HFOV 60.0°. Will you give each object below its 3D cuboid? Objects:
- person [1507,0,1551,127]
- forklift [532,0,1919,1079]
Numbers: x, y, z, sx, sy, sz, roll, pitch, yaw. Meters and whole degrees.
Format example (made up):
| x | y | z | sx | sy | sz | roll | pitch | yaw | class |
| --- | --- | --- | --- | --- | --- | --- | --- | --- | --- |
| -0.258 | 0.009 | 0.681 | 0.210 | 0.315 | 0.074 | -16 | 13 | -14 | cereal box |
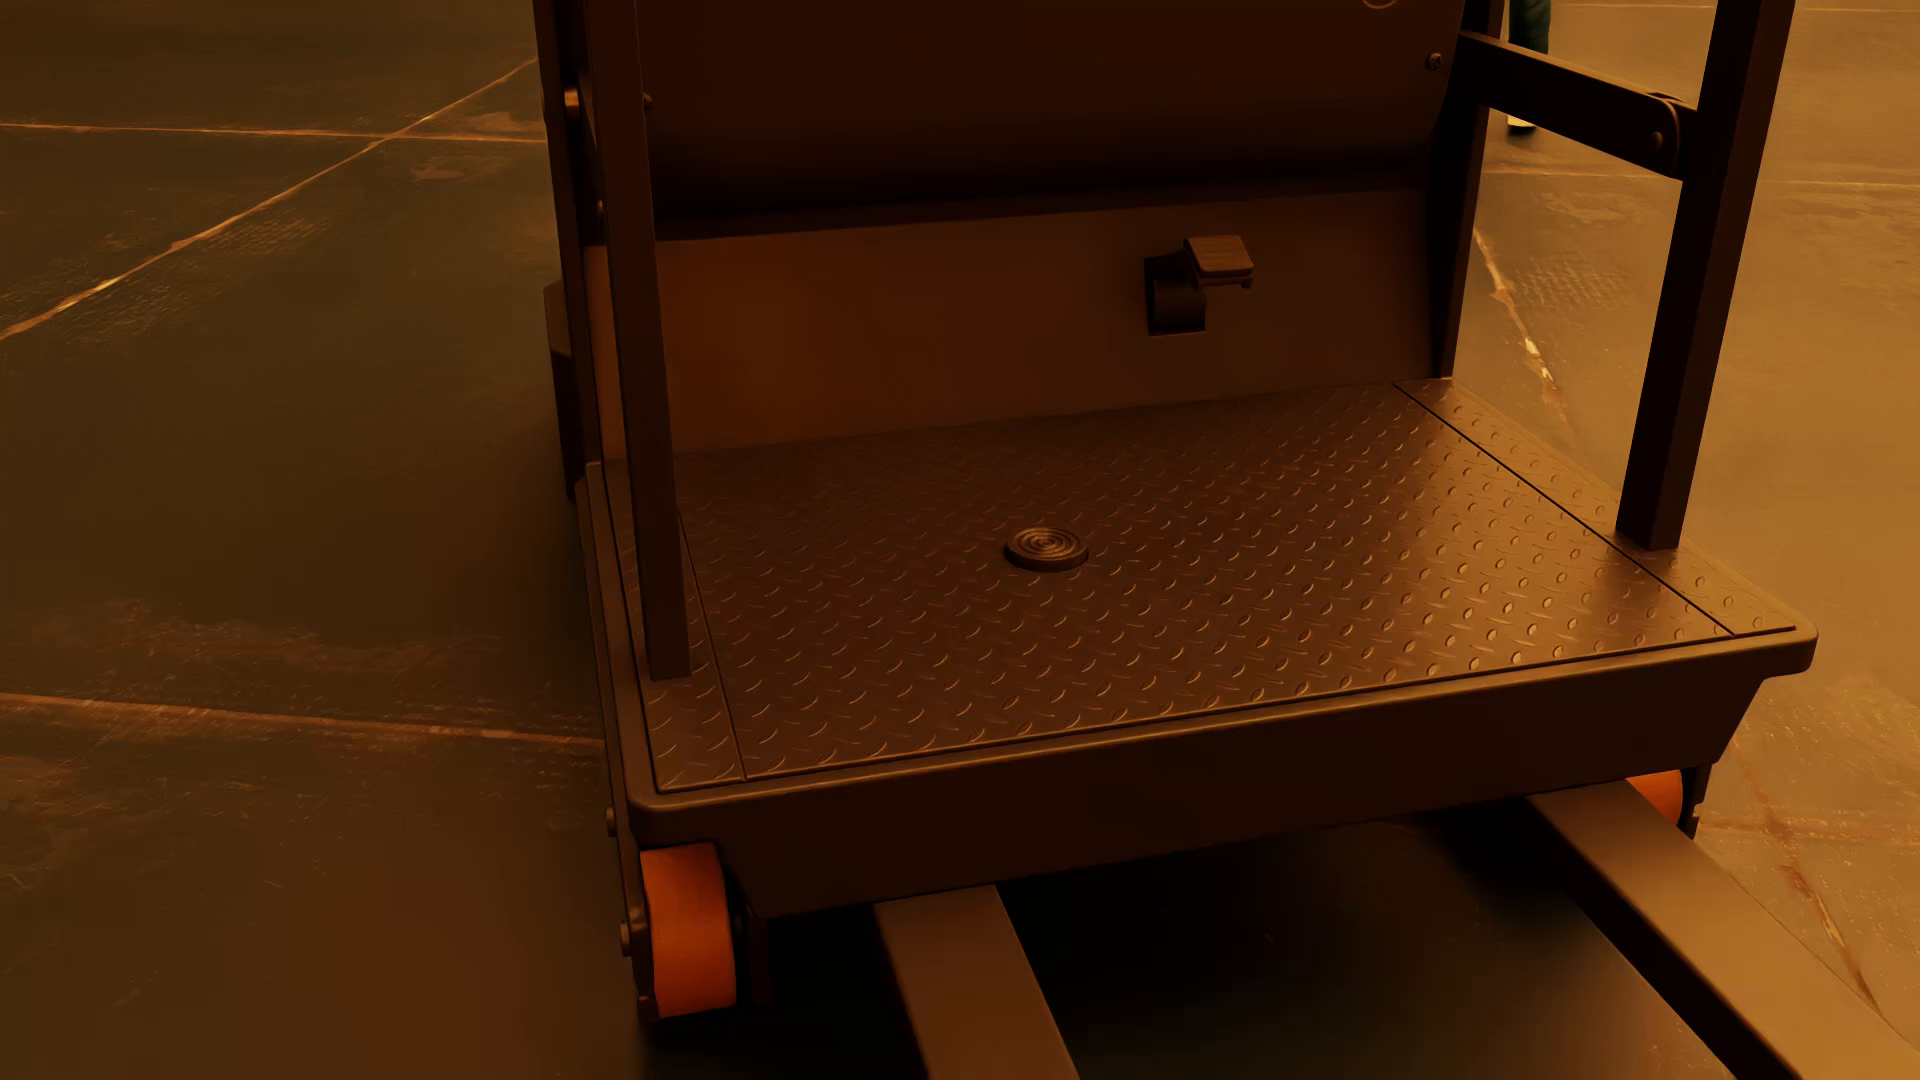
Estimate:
| x | y | z | sx | sy | sz | roll | pitch | yaw | class |
| --- | --- | --- | --- | --- | --- | --- | --- | --- | --- |
| 1.482 | -1.926 | 4.556 | 0.521 | 1.599 | 0.472 | 3 | 27 | 6 | person |
| 0.153 | -1.049 | 1.319 | 1.130 | 2.935 | 3.031 | -7 | 27 | -13 | forklift |
